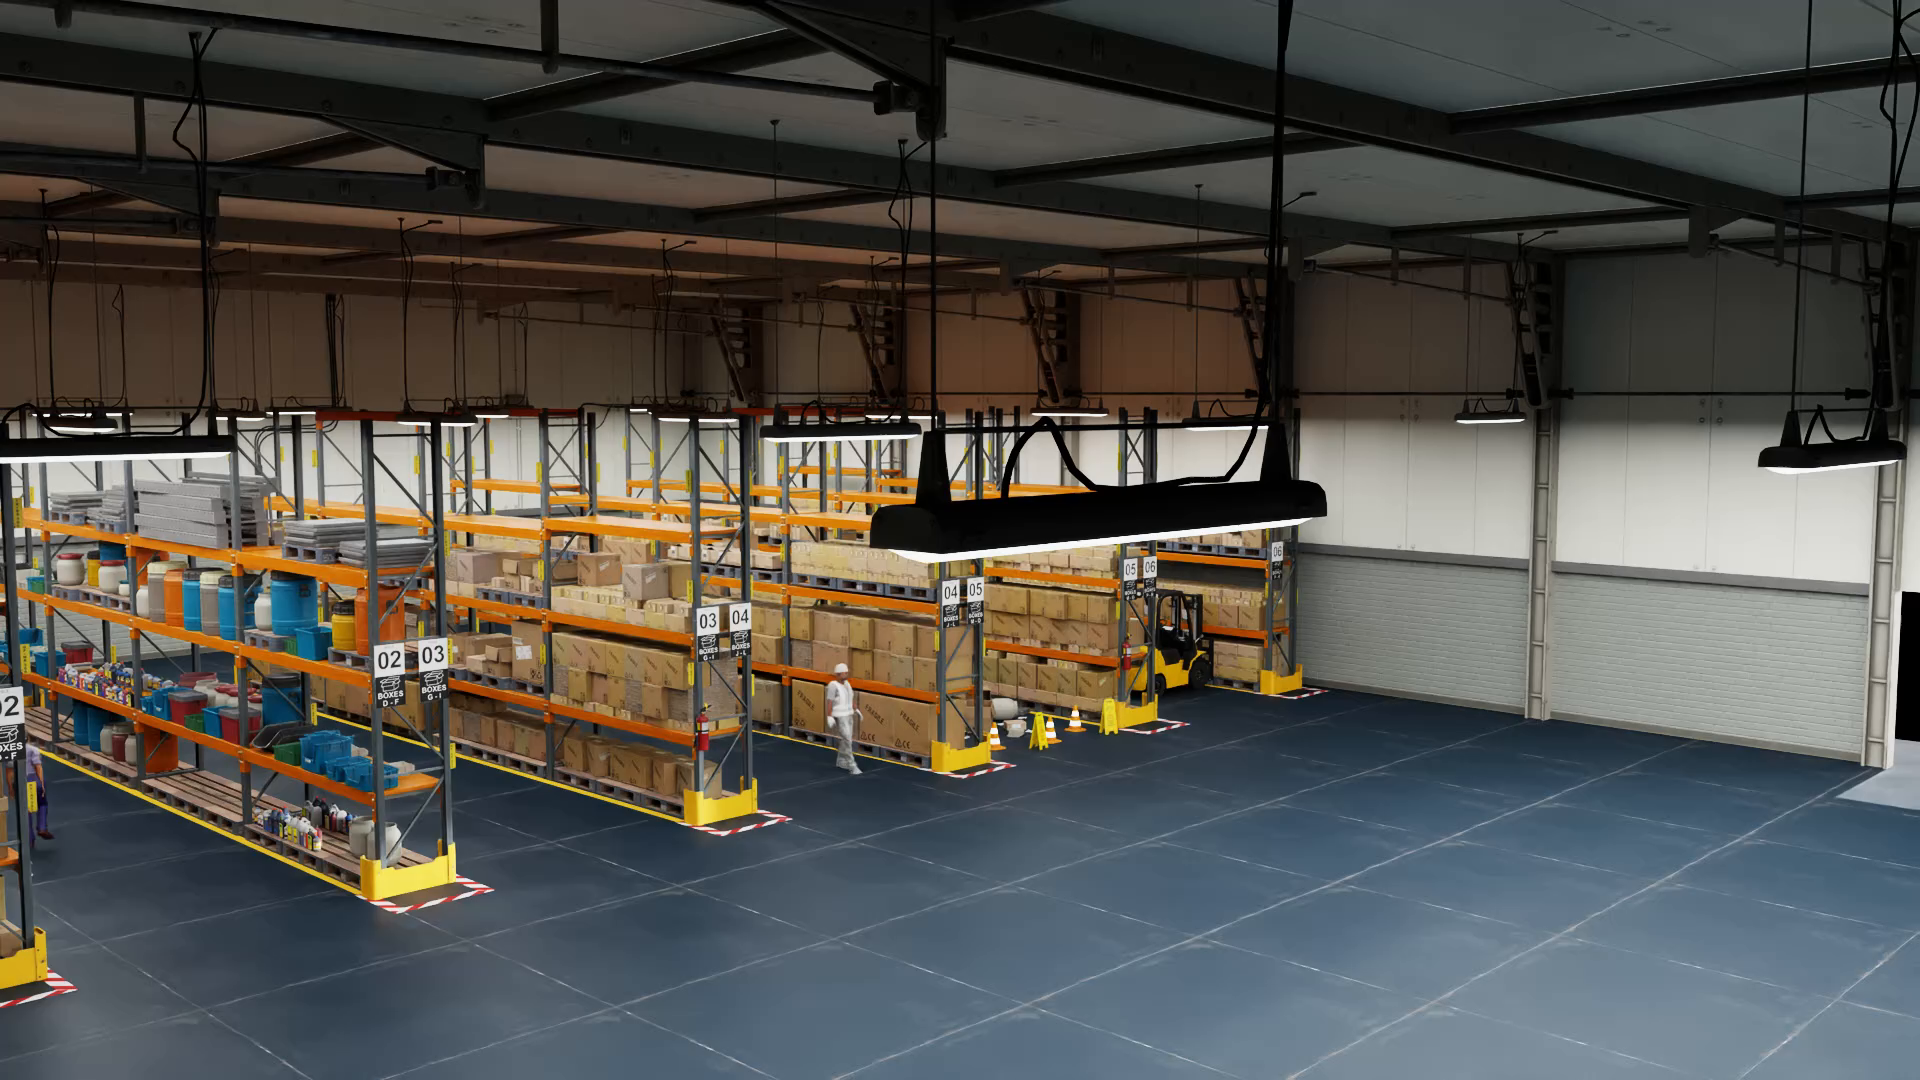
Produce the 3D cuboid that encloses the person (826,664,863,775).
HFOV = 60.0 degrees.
[{"bbox_3d":[-1.851,2.985,27.873,0.684,1.801,0.576,3,6,29],"label":"person"}]

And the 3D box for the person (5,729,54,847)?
[{"bbox_3d":[-13.001,3.453,23.219,0.536,1.631,0.458,-3,6,-33],"label":"person"}]
